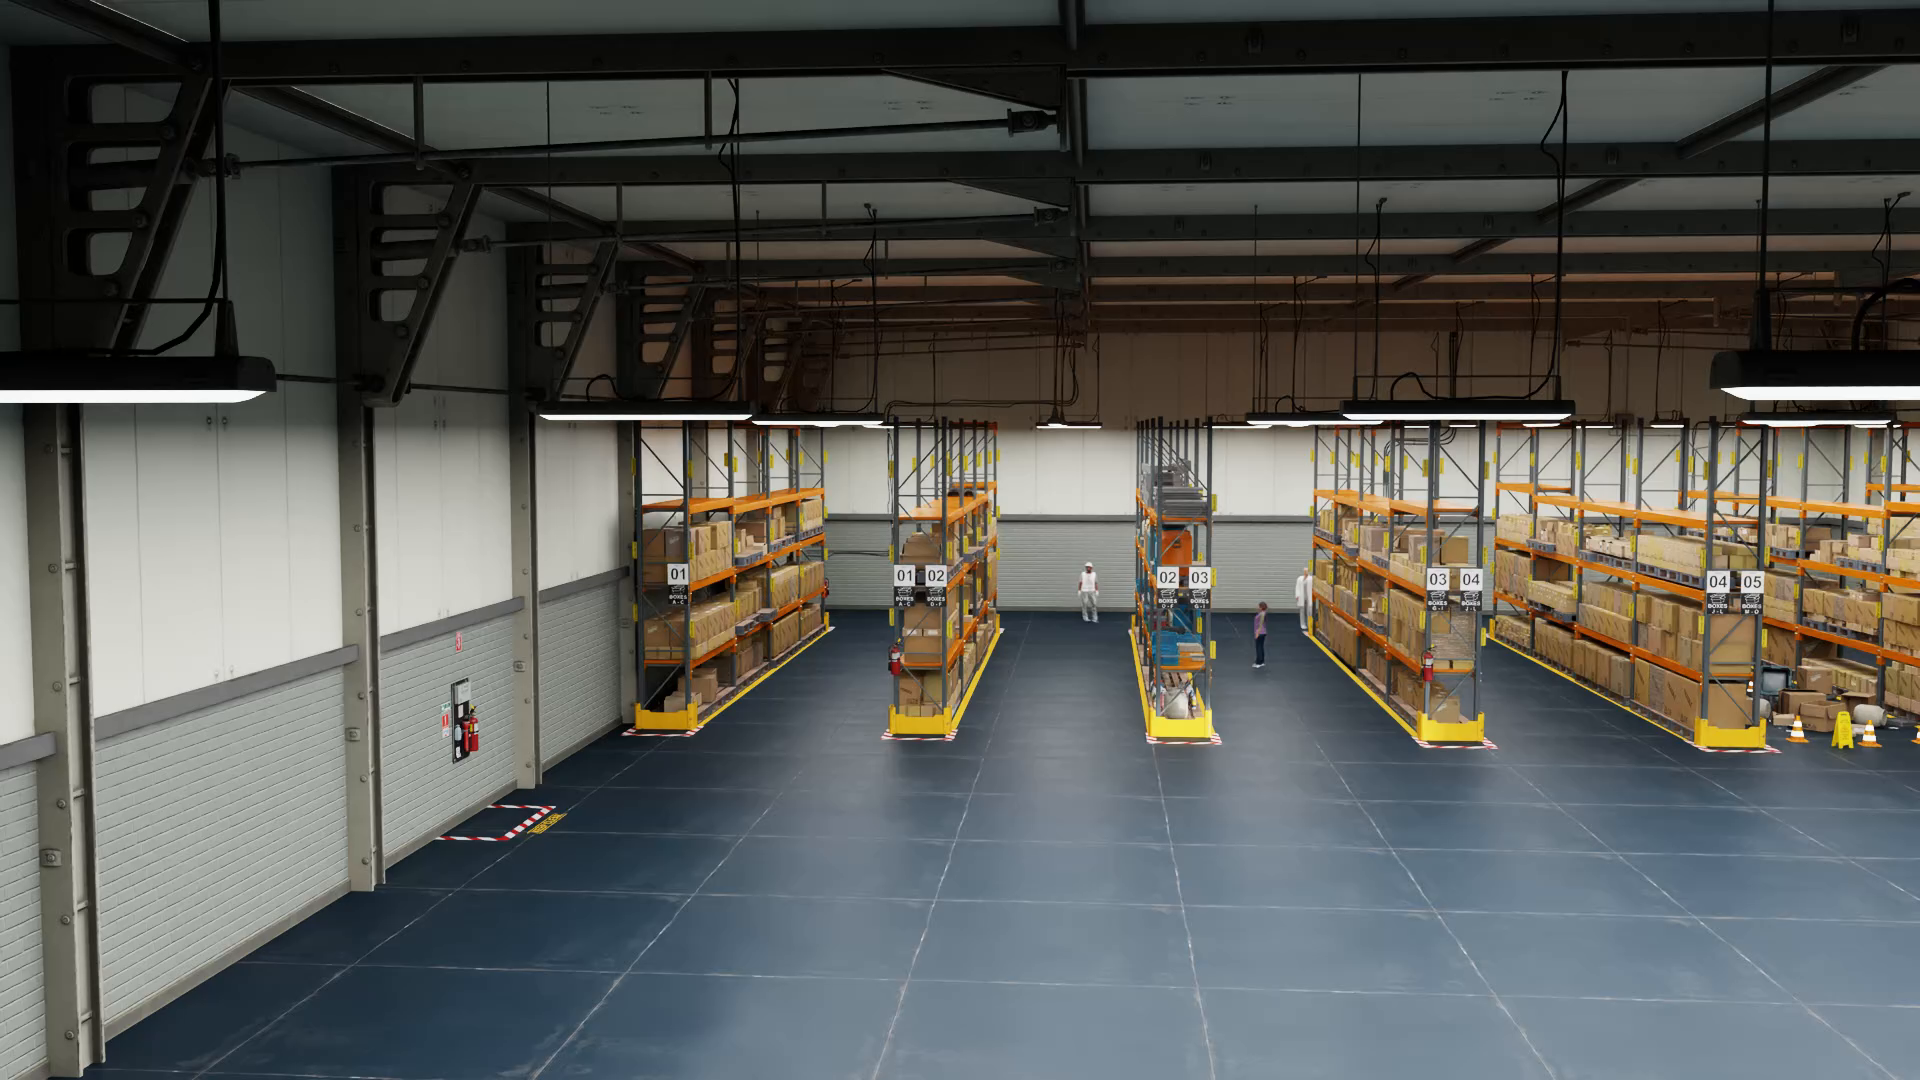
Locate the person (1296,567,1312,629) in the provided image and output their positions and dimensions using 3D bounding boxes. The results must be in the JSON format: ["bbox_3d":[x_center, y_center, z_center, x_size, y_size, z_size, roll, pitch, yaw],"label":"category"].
[{"bbox_3d":[10.028,1.706,48.133,0.600,1.821,0.549,0,4,7],"label":"person"}]

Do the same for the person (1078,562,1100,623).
[{"bbox_3d":[3.876,1.585,49.994,0.589,1.813,0.567,-1,4,-16],"label":"person"}]

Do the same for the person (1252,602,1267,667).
[{"bbox_3d":[7.262,2.294,40.383,0.386,1.608,0.429,2,4,23],"label":"person"}]
